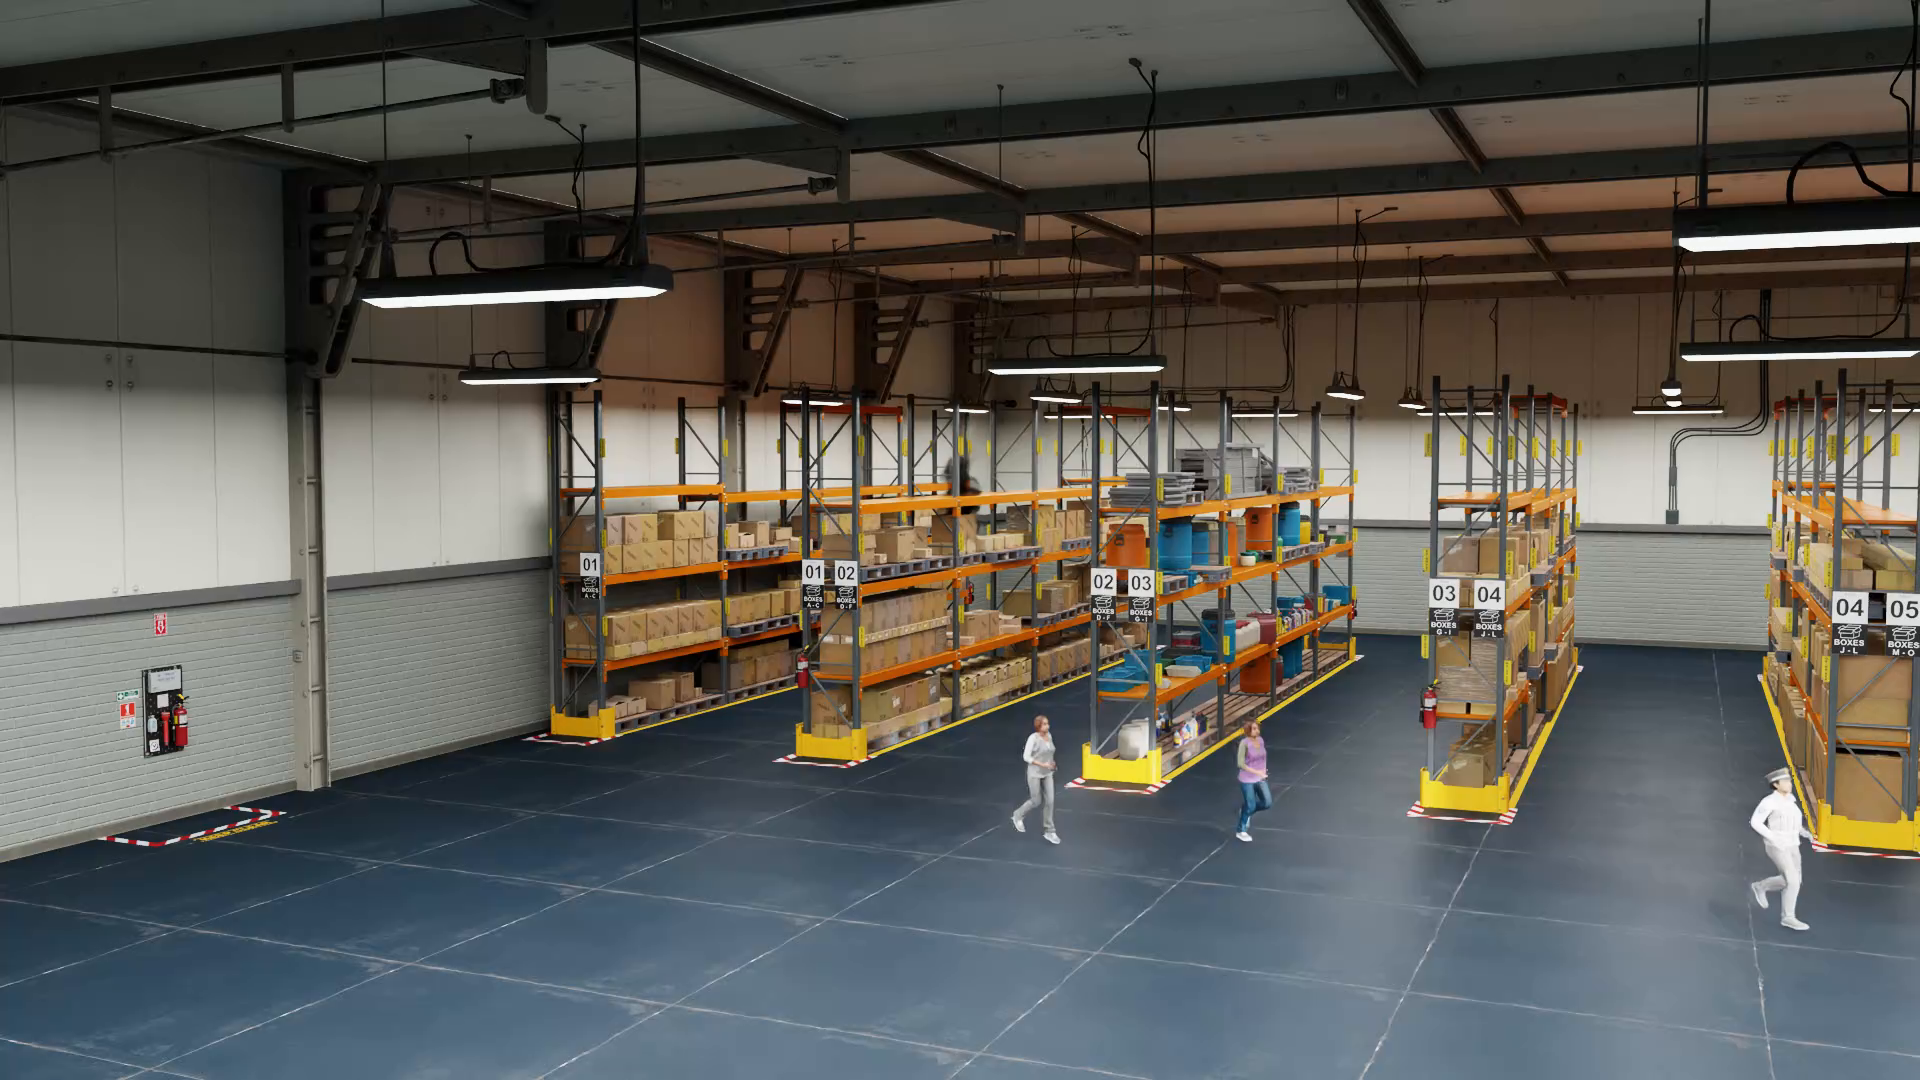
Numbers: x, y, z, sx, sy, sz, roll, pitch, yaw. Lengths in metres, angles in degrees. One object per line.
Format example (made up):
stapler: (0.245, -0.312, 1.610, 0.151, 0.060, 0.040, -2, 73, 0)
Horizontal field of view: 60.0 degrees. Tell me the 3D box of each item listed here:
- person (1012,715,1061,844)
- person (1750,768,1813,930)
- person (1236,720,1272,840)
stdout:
person: (1.001, 3.030, 21.267, 0.565, 1.613, 0.770, -3, 4, -42)
person: (8.613, 3.208, 17.465, 0.622, 1.649, 0.676, -2, 4, -28)
person: (3.750, 3.059, 21.120, 0.563, 1.555, 0.603, -2, 4, -31)
